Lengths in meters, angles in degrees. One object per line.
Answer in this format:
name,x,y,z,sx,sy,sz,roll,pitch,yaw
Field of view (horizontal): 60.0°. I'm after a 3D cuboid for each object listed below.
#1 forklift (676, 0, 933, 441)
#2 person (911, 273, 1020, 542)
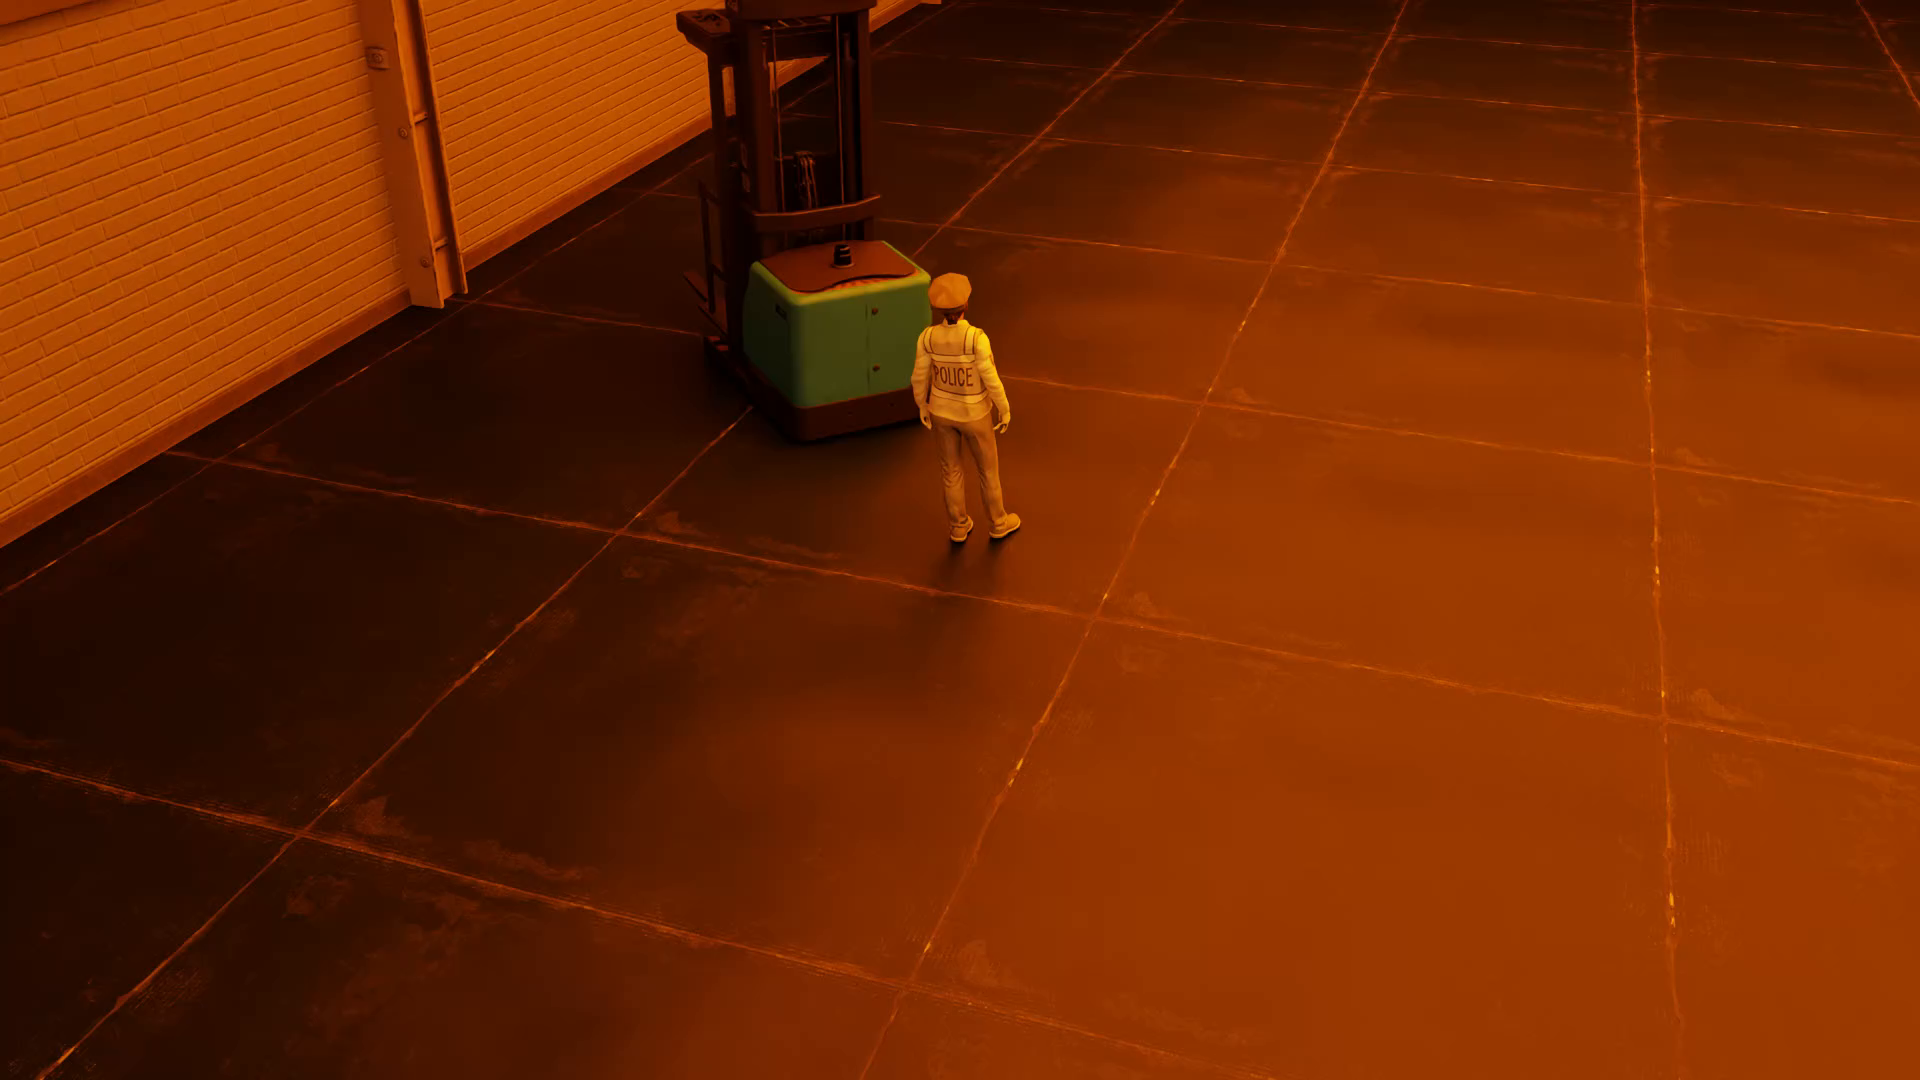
forklift,-1.273,-2.644,11.774,1.130,2.935,3.031,-14,32,-23
person,0.029,-0.774,9.727,0.586,1.694,0.532,10,31,16
